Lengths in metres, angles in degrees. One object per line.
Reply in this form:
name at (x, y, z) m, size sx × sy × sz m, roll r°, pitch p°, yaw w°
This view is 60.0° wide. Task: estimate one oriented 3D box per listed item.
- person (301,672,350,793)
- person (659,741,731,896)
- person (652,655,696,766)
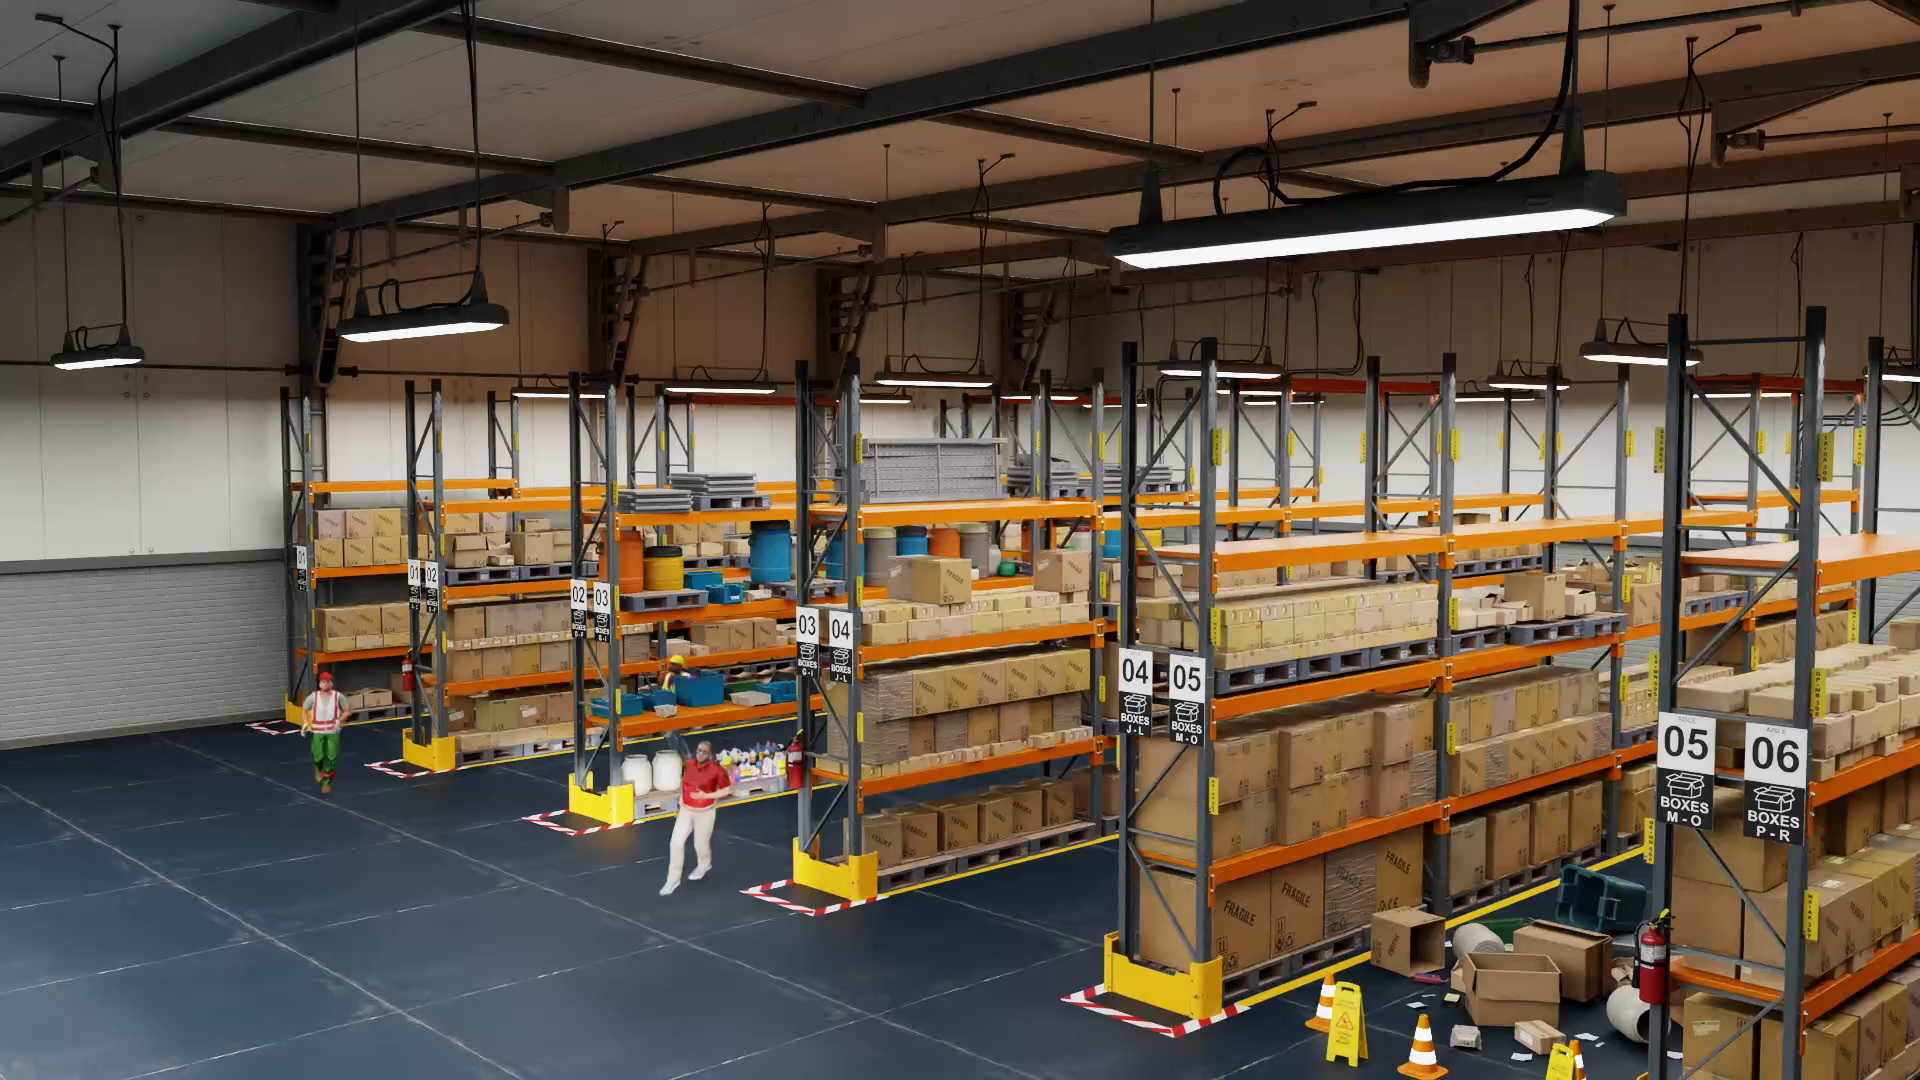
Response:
person at (-9.112, 2.773, 23.898) m, size 0.657 × 1.742 × 0.596 m, roll -1°, pitch 4°, yaw -20°
person at (-2.933, 3.129, 18.871) m, size 0.739 × 1.747 × 0.843 m, roll 1°, pitch 4°, yaw 16°
person at (-4.356, 2.663, 25.441) m, size 0.673 × 1.811 × 0.706 m, roll 3°, pitch 5°, yaw 39°
